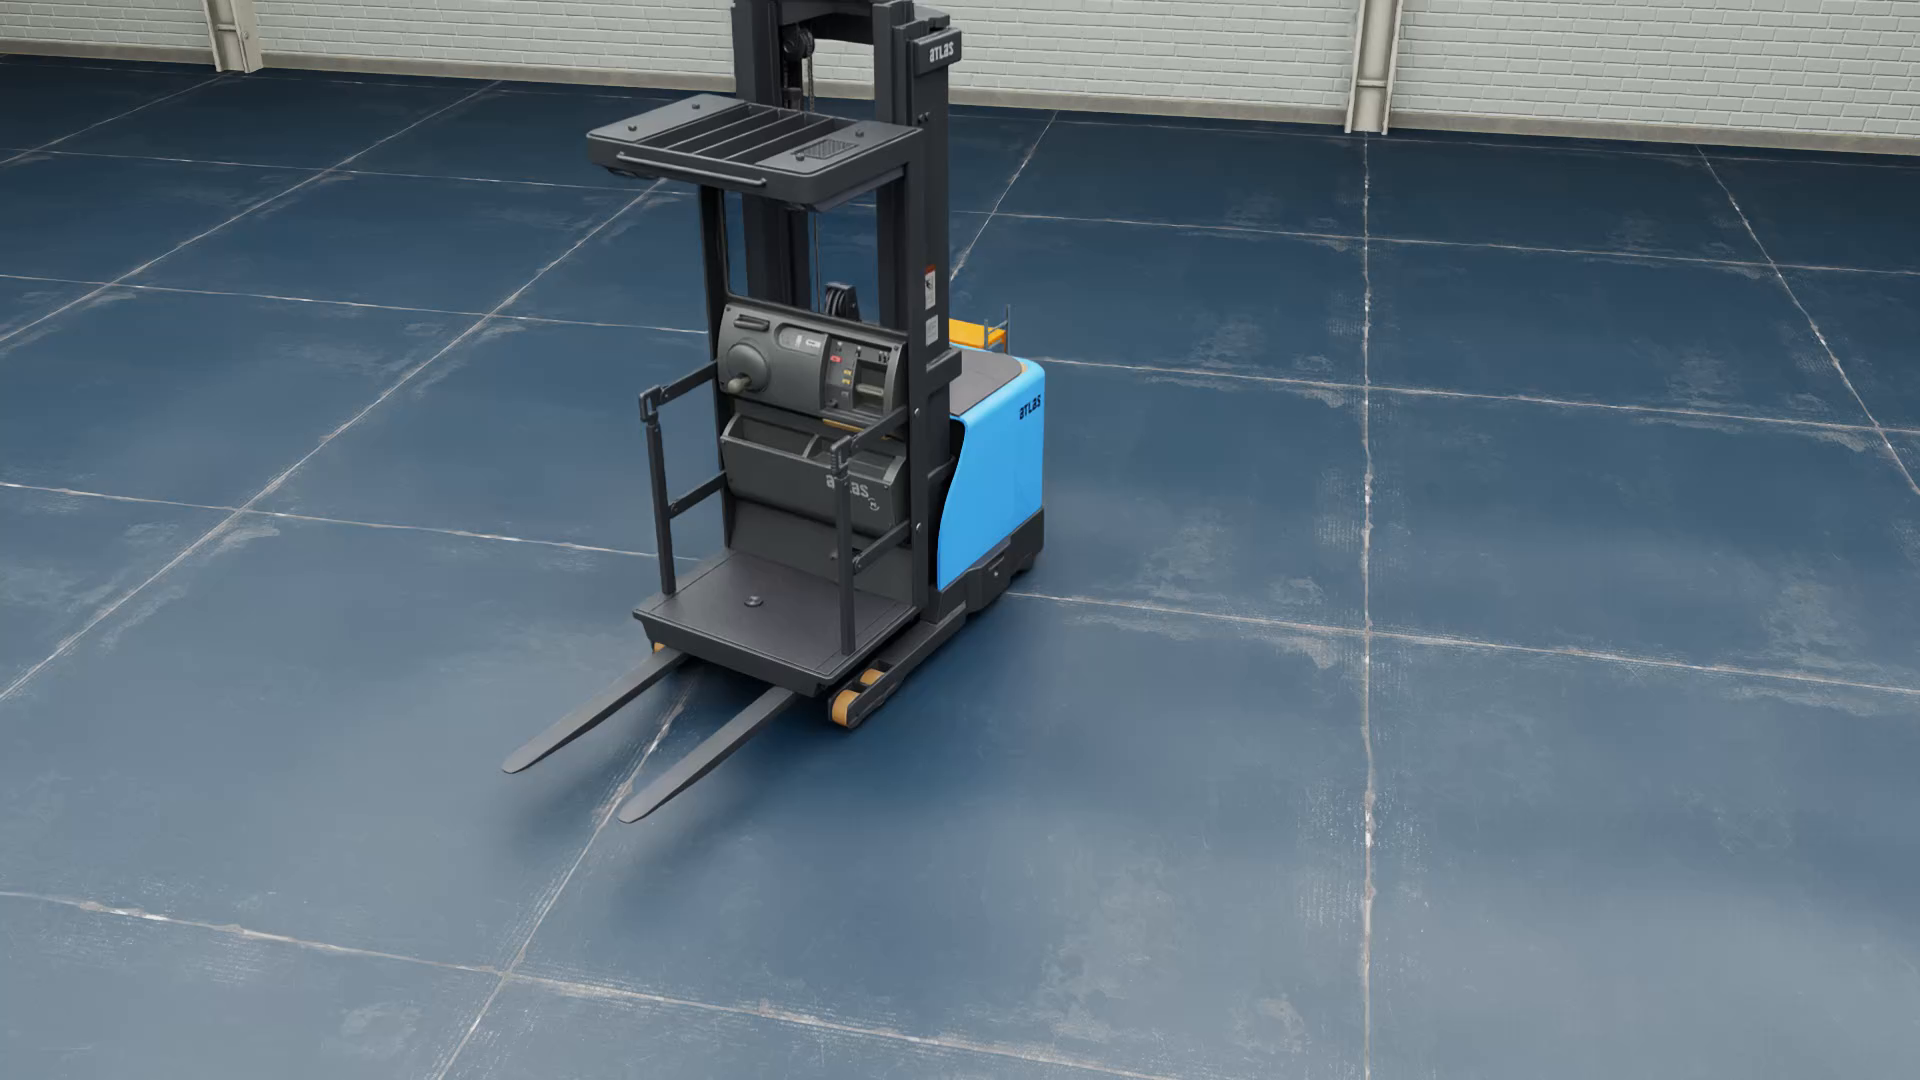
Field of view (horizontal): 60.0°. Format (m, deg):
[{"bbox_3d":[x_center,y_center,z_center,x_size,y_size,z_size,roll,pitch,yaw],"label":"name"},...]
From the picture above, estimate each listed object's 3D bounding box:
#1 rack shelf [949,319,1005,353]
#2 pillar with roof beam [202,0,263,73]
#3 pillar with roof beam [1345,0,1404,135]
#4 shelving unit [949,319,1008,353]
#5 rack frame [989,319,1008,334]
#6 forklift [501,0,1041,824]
[{"bbox_3d":[-0.024,-1.020,8.546,0.480,0.148,0.258,16,32,27],"label":"rack shelf"},{"bbox_3d":[-8.743,-7.065,12.283,0.400,9.000,9.100,6,29,11],"label":"pillar with roof beam"},{"bbox_3d":[2.992,-5.861,10.085,0.400,9.000,9.100,6,29,11],"label":"pillar with roof beam"},{"bbox_3d":[-0.025,-0.676,8.735,0.499,1.200,0.258,16,32,27],"label":"shelving unit"},{"bbox_3d":[0.187,-0.616,8.626,0.006,1.046,0.228,16,32,27],"label":"rack frame"},{"bbox_3d":[-0.767,-0.720,7.012,1.121,2.935,3.031,16,33,27],"label":"forklift"}]
